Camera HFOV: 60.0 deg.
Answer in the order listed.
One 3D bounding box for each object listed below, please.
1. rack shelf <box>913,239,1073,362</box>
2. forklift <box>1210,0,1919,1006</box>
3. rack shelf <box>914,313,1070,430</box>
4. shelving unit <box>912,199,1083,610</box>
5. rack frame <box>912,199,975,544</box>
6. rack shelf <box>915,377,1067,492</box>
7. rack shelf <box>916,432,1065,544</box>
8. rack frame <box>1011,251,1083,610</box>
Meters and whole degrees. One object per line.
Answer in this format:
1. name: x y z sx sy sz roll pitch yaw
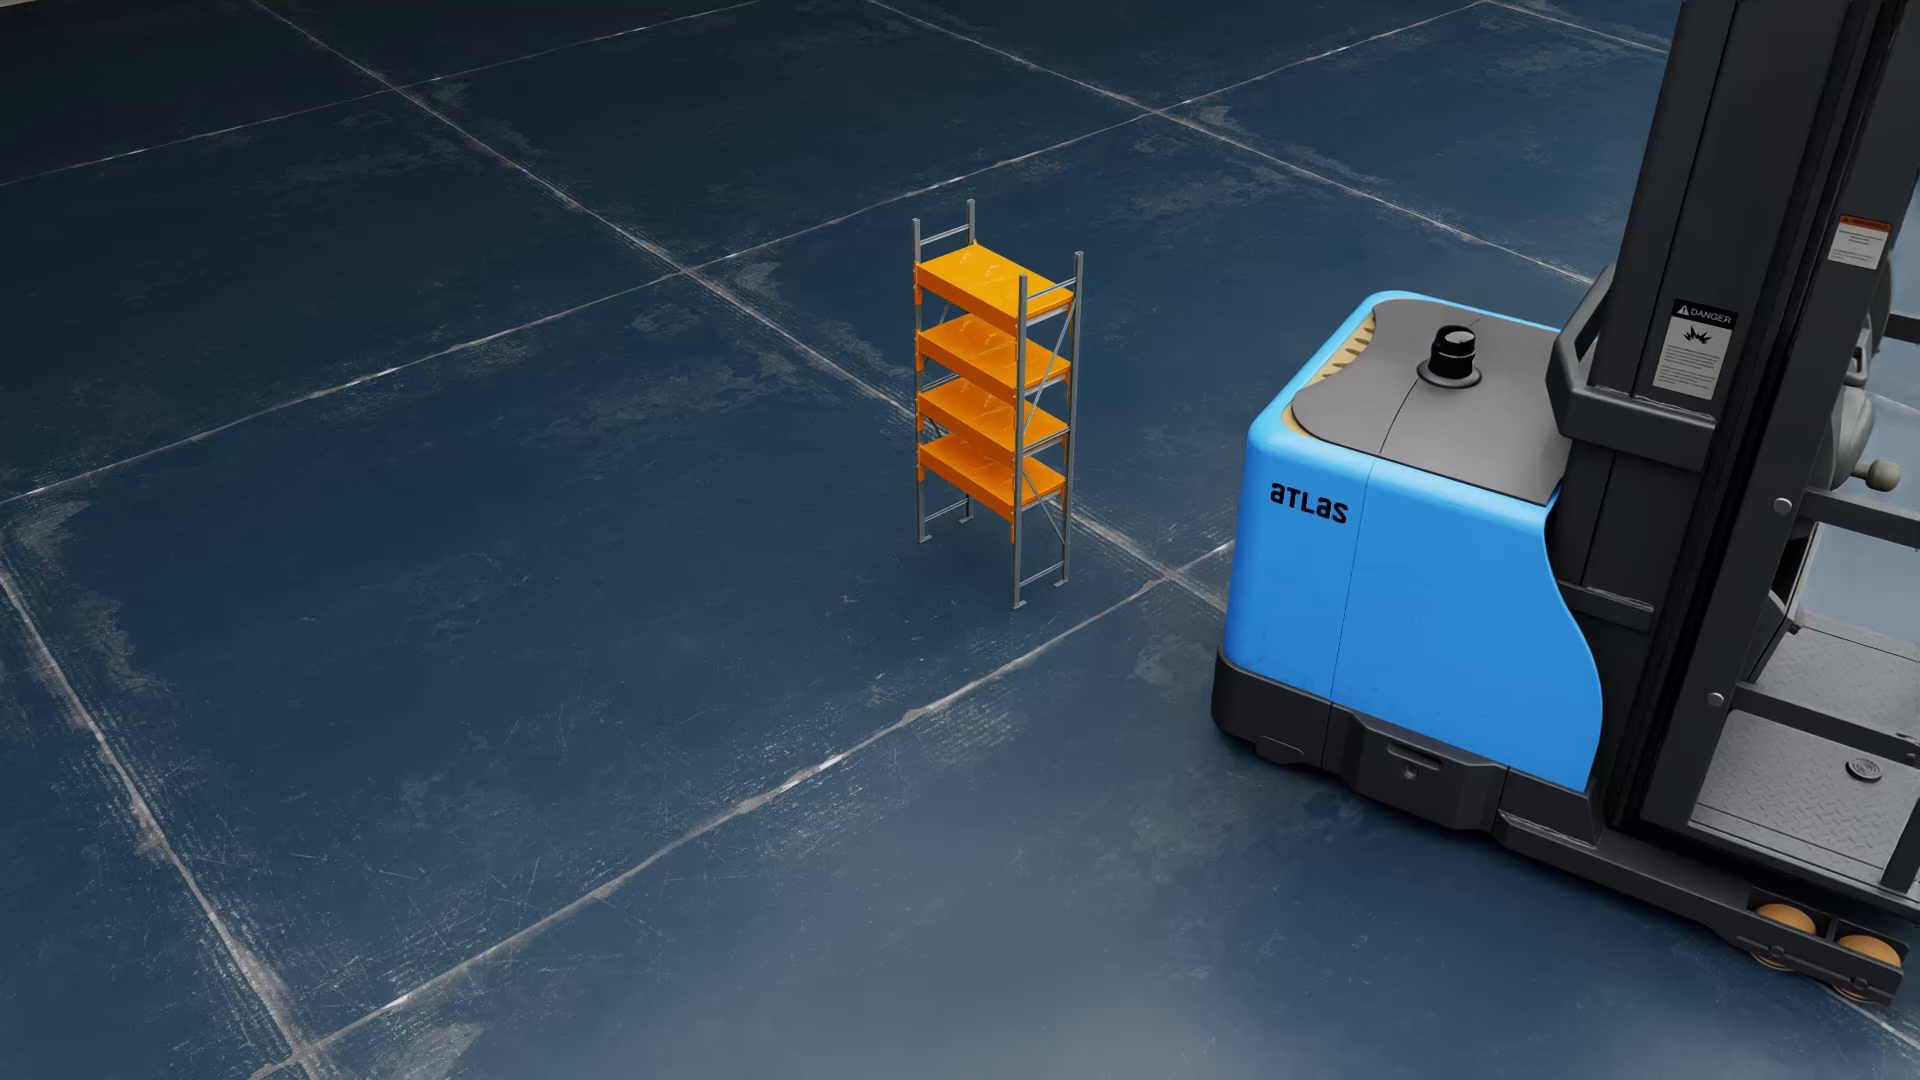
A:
1. rack shelf: 0.107 -0.737 5.073 0.258 0.148 0.480 -26 43 -32
2. forklift: 2.262 -0.402 3.781 3.031 2.935 1.130 20 40 25
3. rack shelf: 0.107 -0.544 5.210 0.258 0.148 0.480 -26 43 -32
4. shelving unit: 0.107 -0.417 5.300 0.258 1.200 0.503 -26 43 -32
5. rack frame: -0.051 -0.524 5.452 0.240 1.200 0.015 -26 43 -32
6. rack shelf: 0.107 -0.362 5.339 0.258 0.148 0.480 -26 43 -32
7. rack shelf: 0.107 -0.200 5.454 0.258 0.148 0.480 -26 43 -32
8. rack frame: 0.264 -0.309 5.148 0.240 1.200 0.015 -26 43 -32
